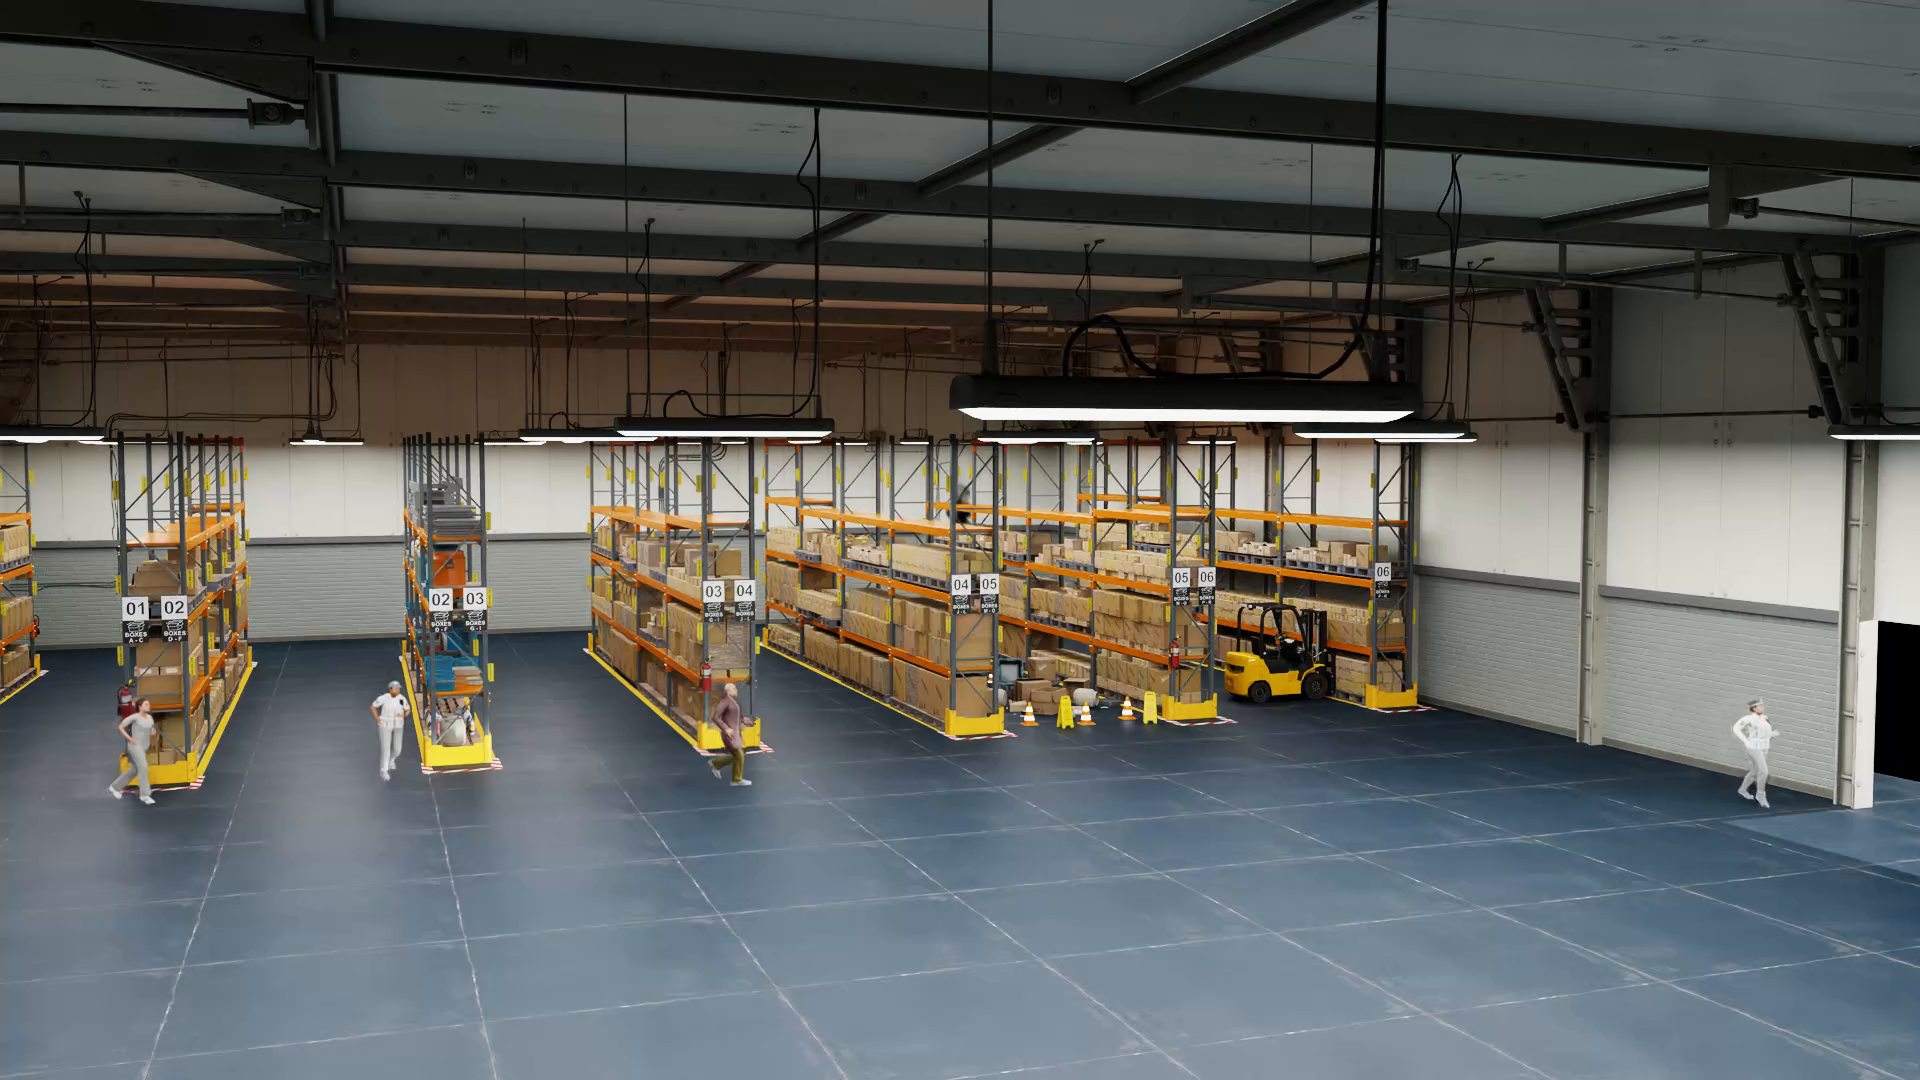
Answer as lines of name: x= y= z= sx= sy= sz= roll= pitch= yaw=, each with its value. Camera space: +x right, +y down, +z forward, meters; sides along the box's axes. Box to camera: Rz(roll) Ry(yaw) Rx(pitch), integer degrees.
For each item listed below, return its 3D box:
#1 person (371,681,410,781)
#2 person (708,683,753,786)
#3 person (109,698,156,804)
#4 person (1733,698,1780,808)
person: x=-9.935 y=3.297 z=29.105 sx=0.638 sy=1.659 sz=0.927 roll=-3 pitch=4 yaw=-38
person: x=-3.919 y=3.286 z=28.127 sx=0.799 sy=1.742 sz=0.709 roll=1 pitch=3 yaw=14
person: x=-13.345 y=3.406 z=27.017 sx=0.889 sy=1.687 sz=0.577 roll=1 pitch=3 yaw=11
person: x=12.791 y=3.395 z=26.684 sx=0.593 sy=1.752 sz=0.709 roll=-2 pitch=4 yaw=-29
